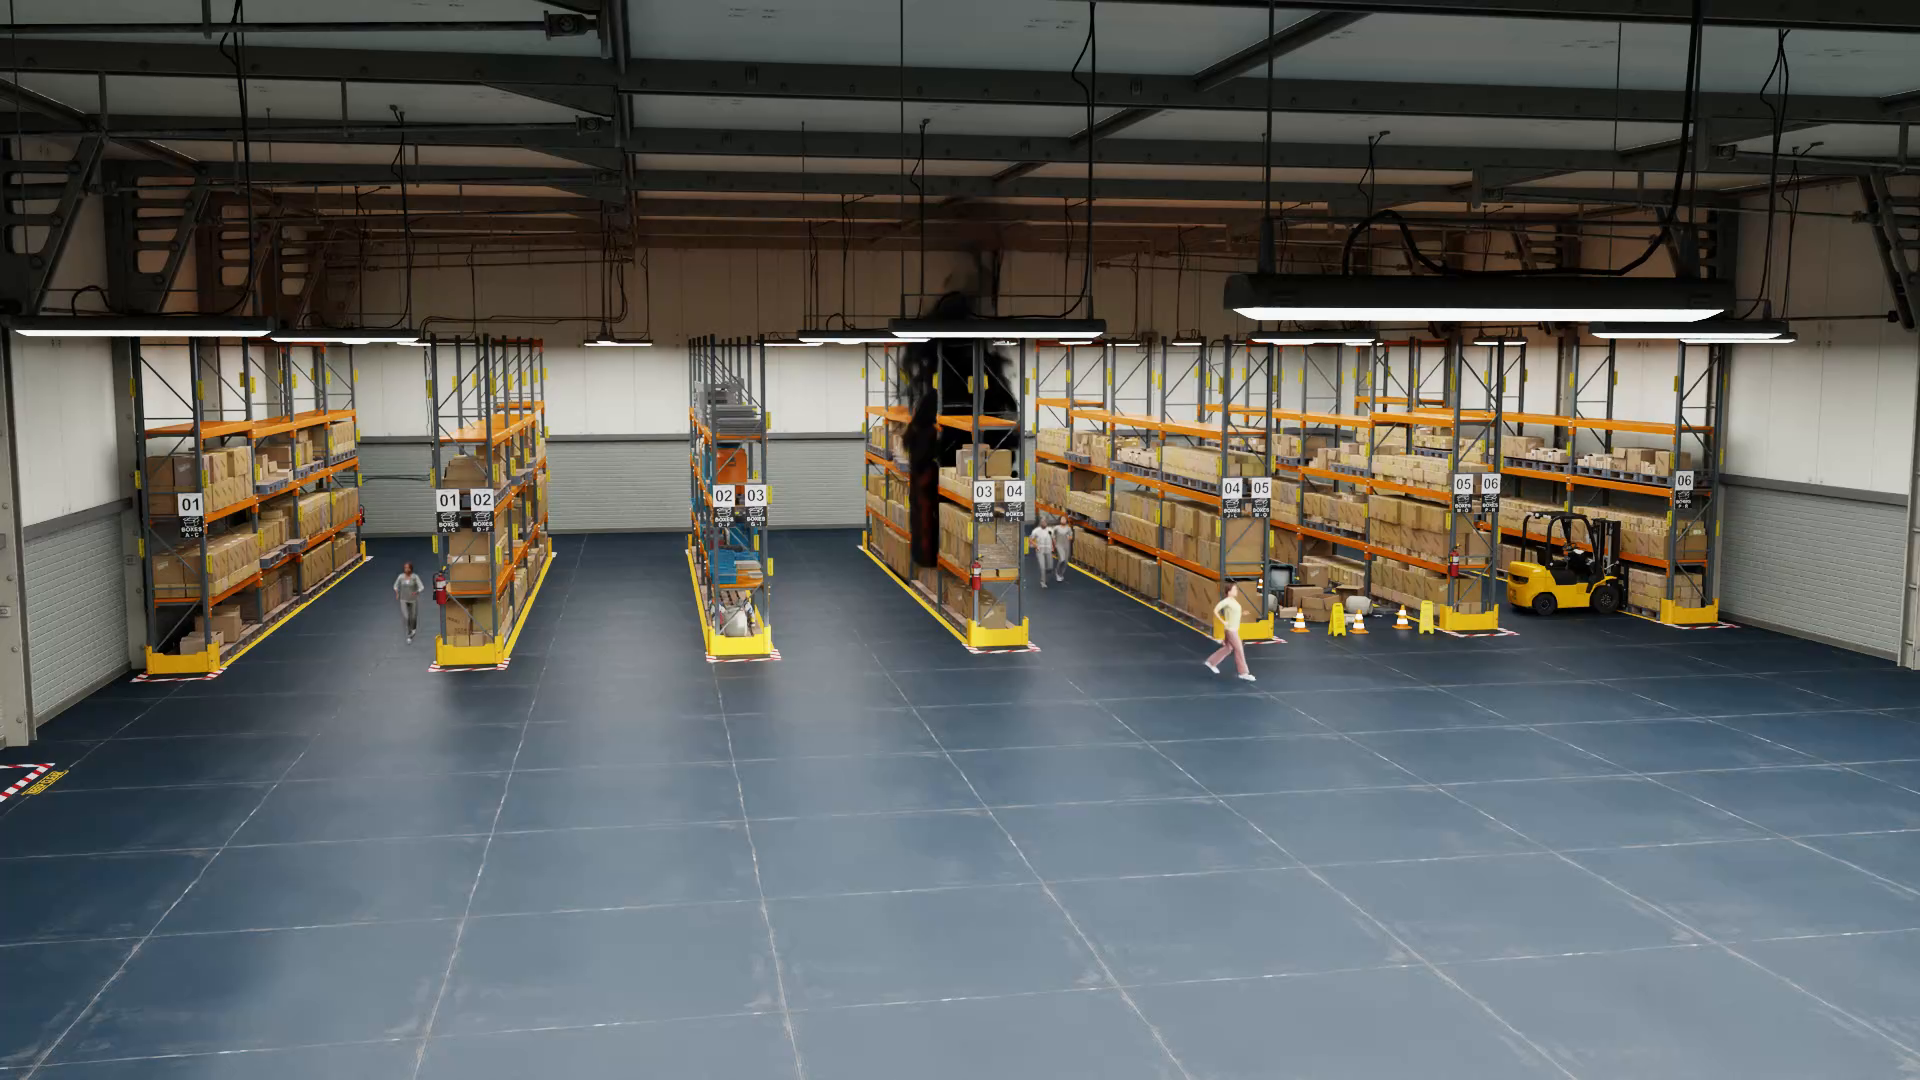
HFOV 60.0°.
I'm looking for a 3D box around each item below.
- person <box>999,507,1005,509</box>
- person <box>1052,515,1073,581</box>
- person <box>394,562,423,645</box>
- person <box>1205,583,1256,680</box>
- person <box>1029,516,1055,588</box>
[{"bbox_3d":[1.030,-0.599,48.709,0.643,1.515,0.547,3,7,24],"label":"person"},{"bbox_3d":[2.525,0.210,40.952,0.537,1.620,0.649,-2,7,-19],"label":"person"},{"bbox_3d":[-10.778,1.215,32.526,0.558,1.584,0.723,-2,7,-17],"label":"person"},{"bbox_3d":[4.700,1.567,28.856,0.964,1.659,0.573,3,7,27],"label":"person"},{"bbox_3d":[2.006,0.265,40.127,0.661,1.730,0.629,-1,7,-13],"label":"person"}]
